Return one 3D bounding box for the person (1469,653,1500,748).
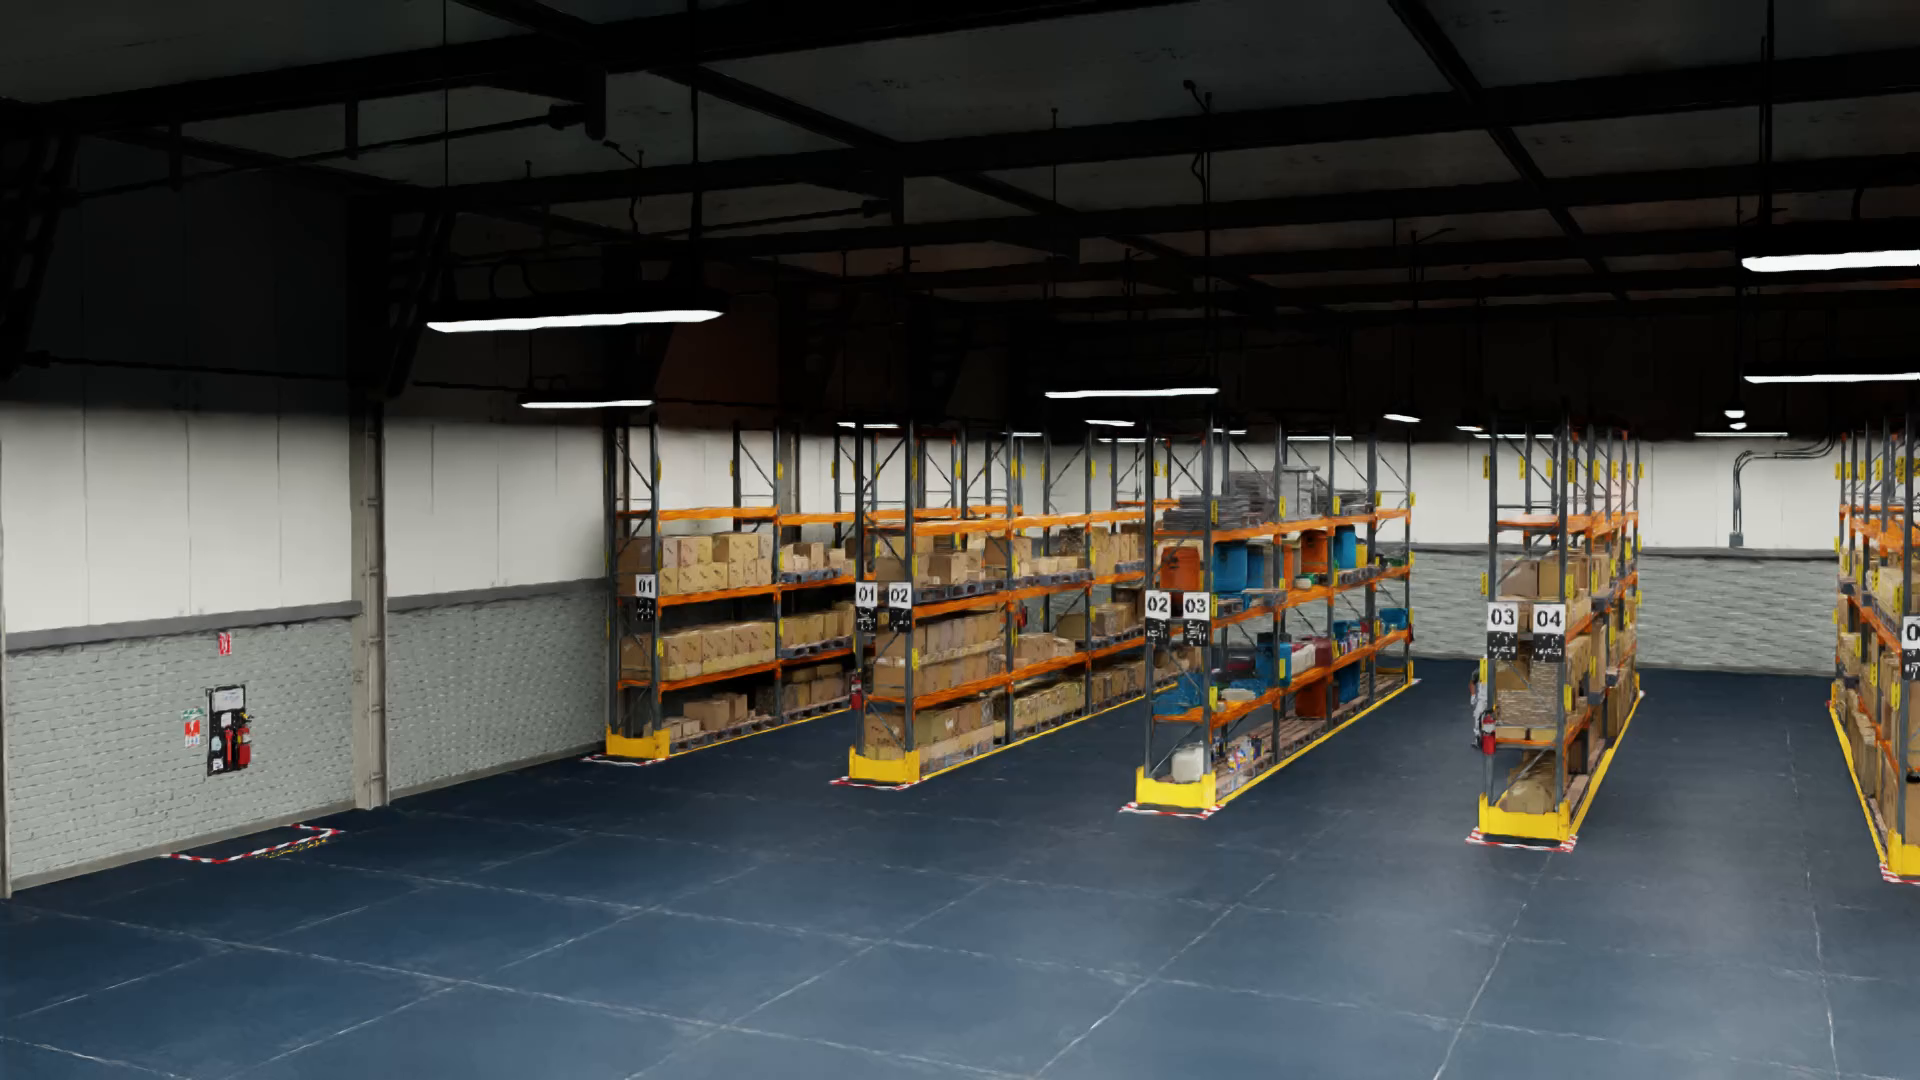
[{"bbox_3d":[9.491,2.883,29.870,0.677,1.742,0.552,1,3,24],"label":"person"}]
